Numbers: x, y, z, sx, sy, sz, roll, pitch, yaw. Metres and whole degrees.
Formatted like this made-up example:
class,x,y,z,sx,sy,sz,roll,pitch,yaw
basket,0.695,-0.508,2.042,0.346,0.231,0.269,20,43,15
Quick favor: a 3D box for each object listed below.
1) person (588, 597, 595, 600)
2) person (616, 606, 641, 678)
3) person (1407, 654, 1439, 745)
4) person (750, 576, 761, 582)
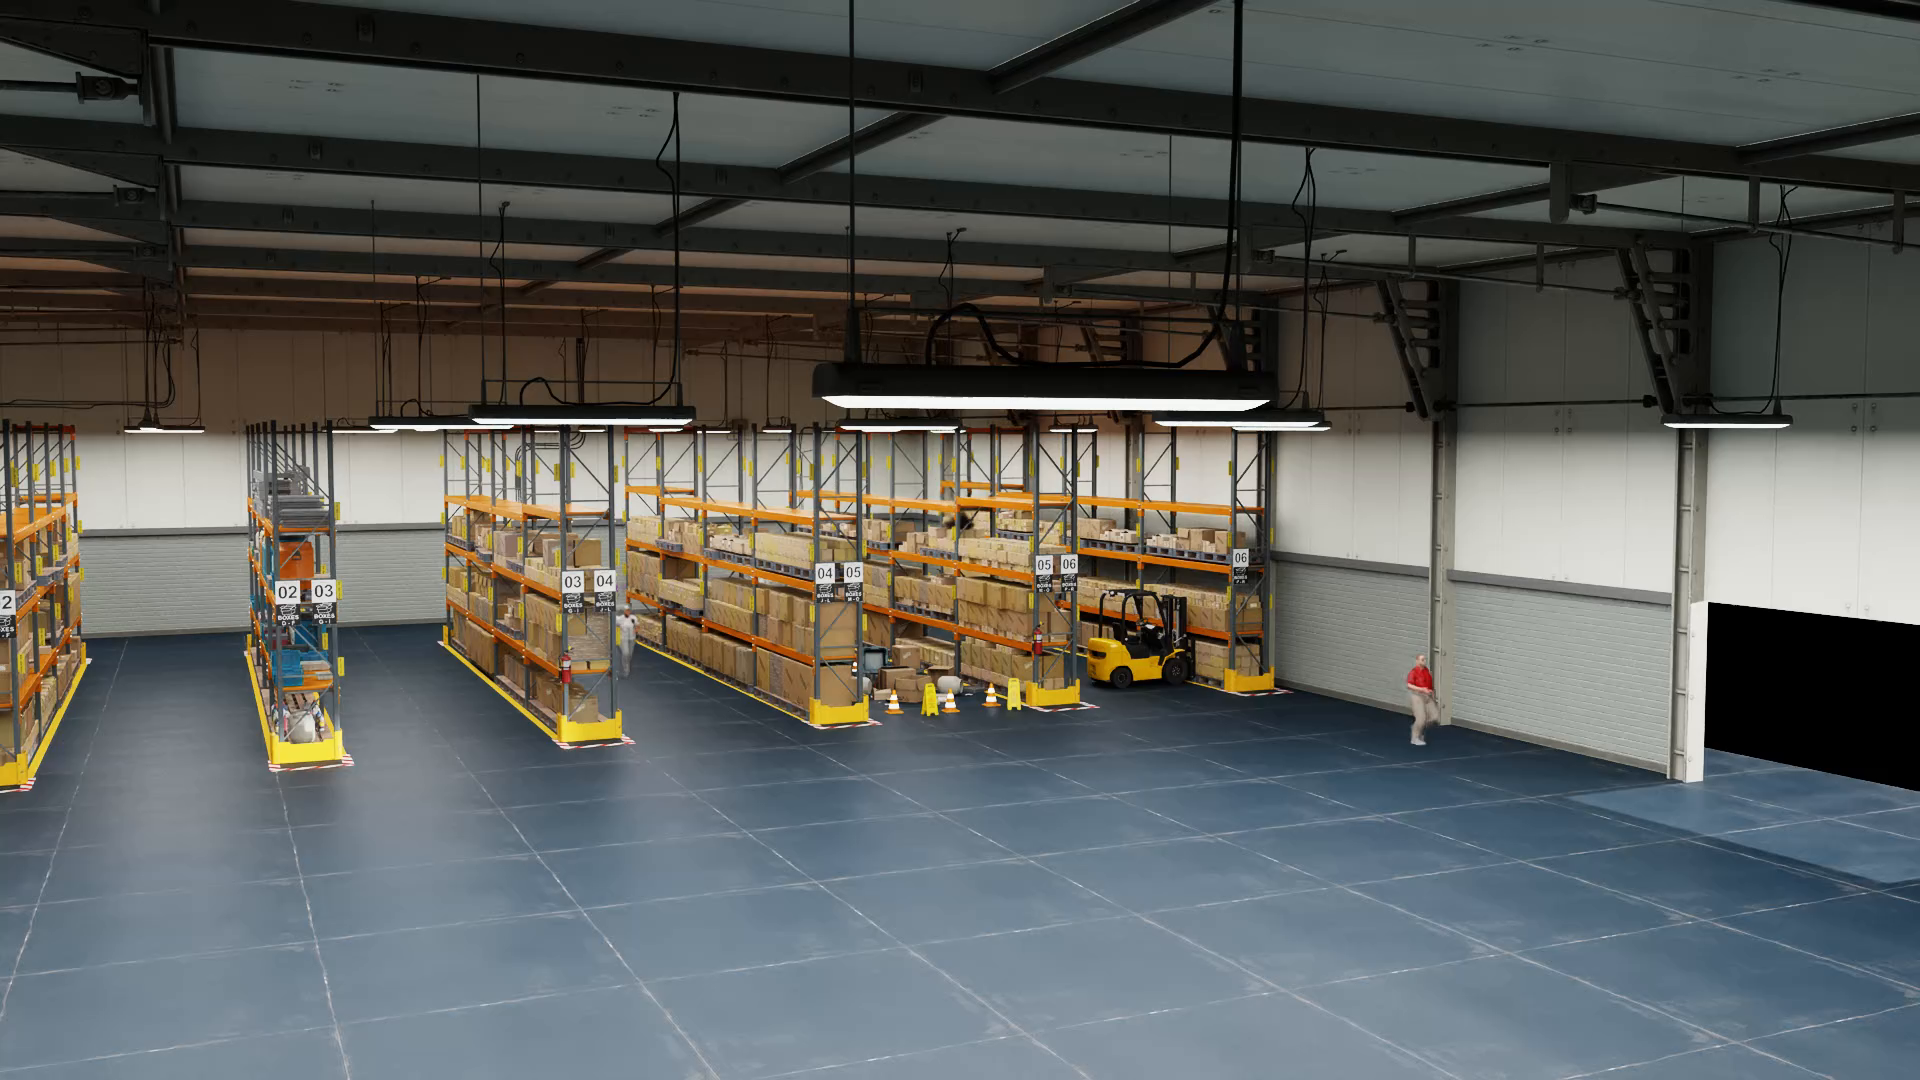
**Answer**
class,x,y,z,sx,sy,sz,roll,pitch,yaw
person,-10.504,1.923,46.965,0.762,1.765,0.638,0,4,6
person,-7.963,2.406,39.833,0.593,1.705,0.796,-2,4,-25
person,8.574,2.952,30.703,0.651,1.680,0.599,-2,4,-33
person,-6.216,1.692,50.676,0.707,1.801,0.684,-2,4,-26
